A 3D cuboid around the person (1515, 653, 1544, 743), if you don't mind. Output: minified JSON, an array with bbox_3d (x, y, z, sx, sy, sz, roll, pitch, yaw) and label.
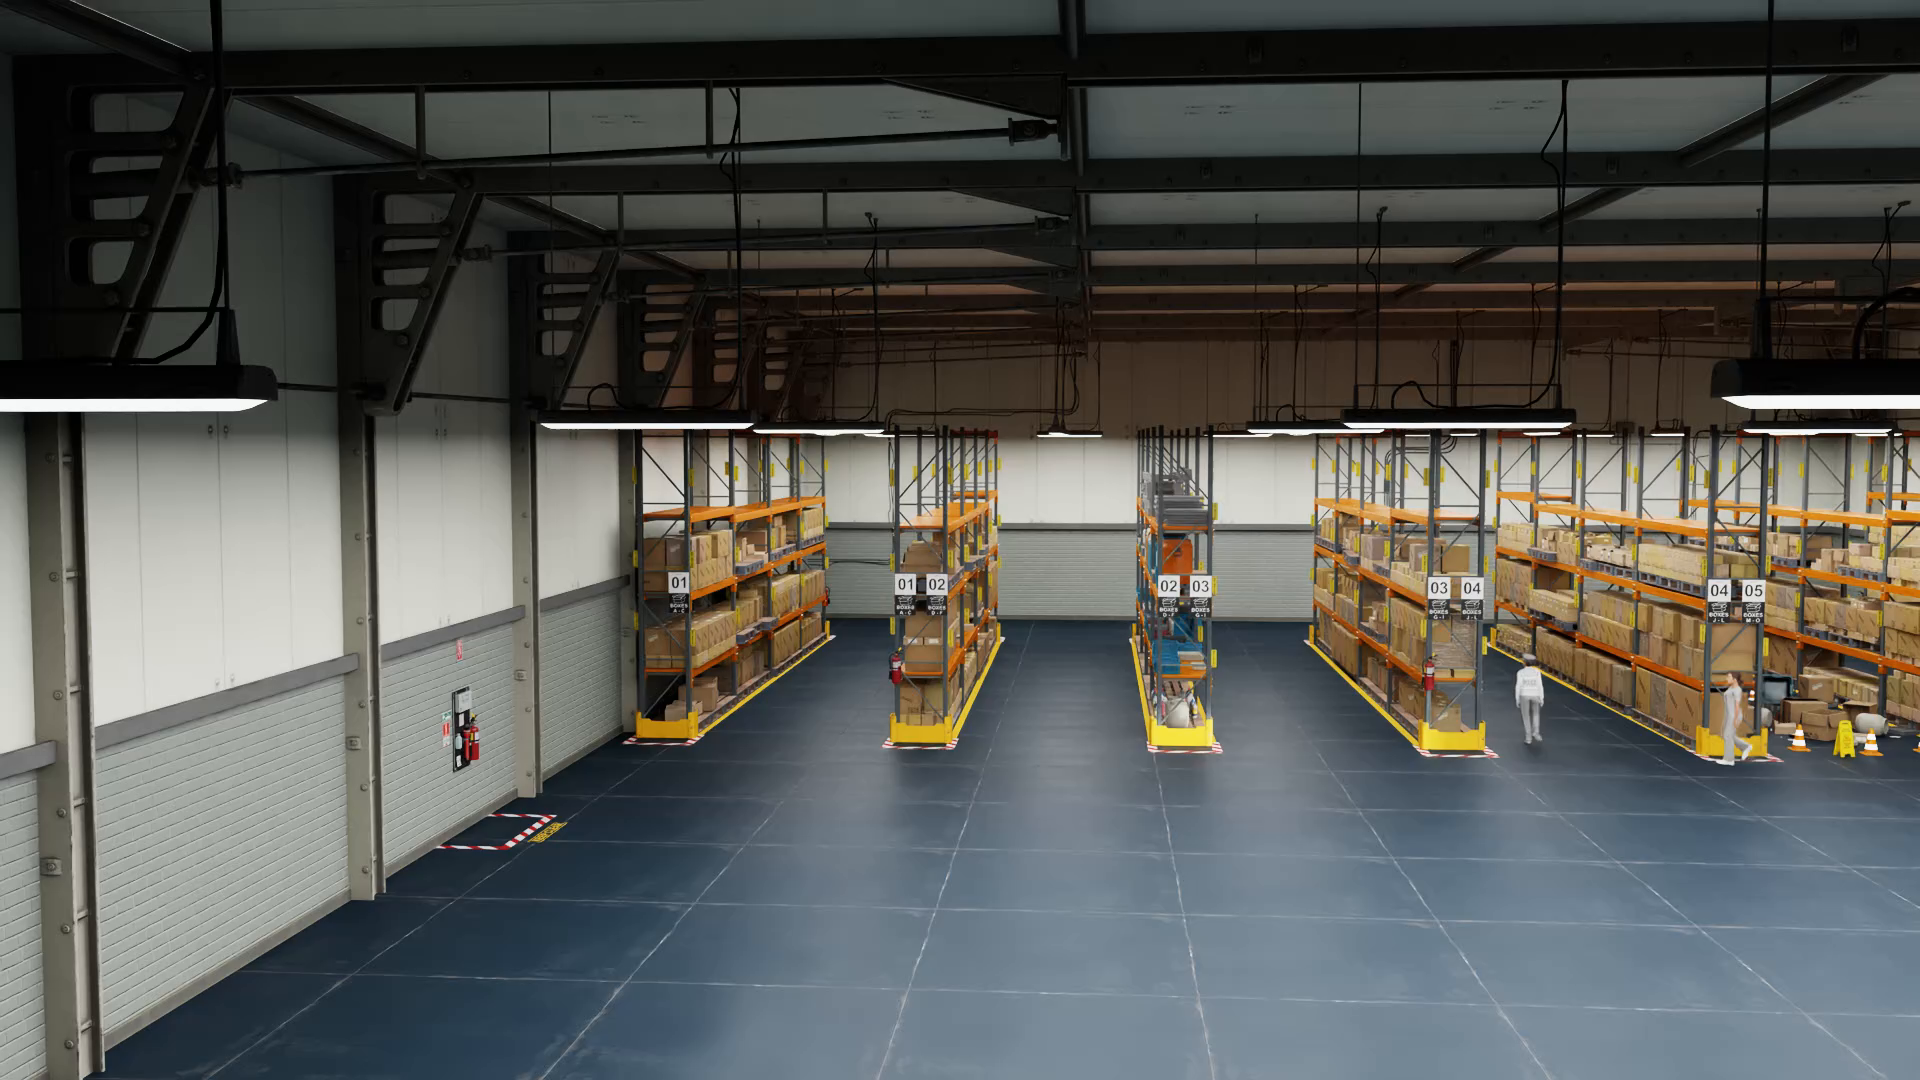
[{"bbox_3d":[10.744,2.989,31.402,0.515,1.675,0.424,1,3,10],"label":"person"}]

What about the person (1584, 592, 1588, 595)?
[{"bbox_3d":[16.769,2.228,44.382,0.495,1.669,0.533,0,3,6],"label":"person"}]

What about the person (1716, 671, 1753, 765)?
[{"bbox_3d":[13.643,3.121,29.219,0.663,1.654,0.454,0,3,3],"label":"person"}]
